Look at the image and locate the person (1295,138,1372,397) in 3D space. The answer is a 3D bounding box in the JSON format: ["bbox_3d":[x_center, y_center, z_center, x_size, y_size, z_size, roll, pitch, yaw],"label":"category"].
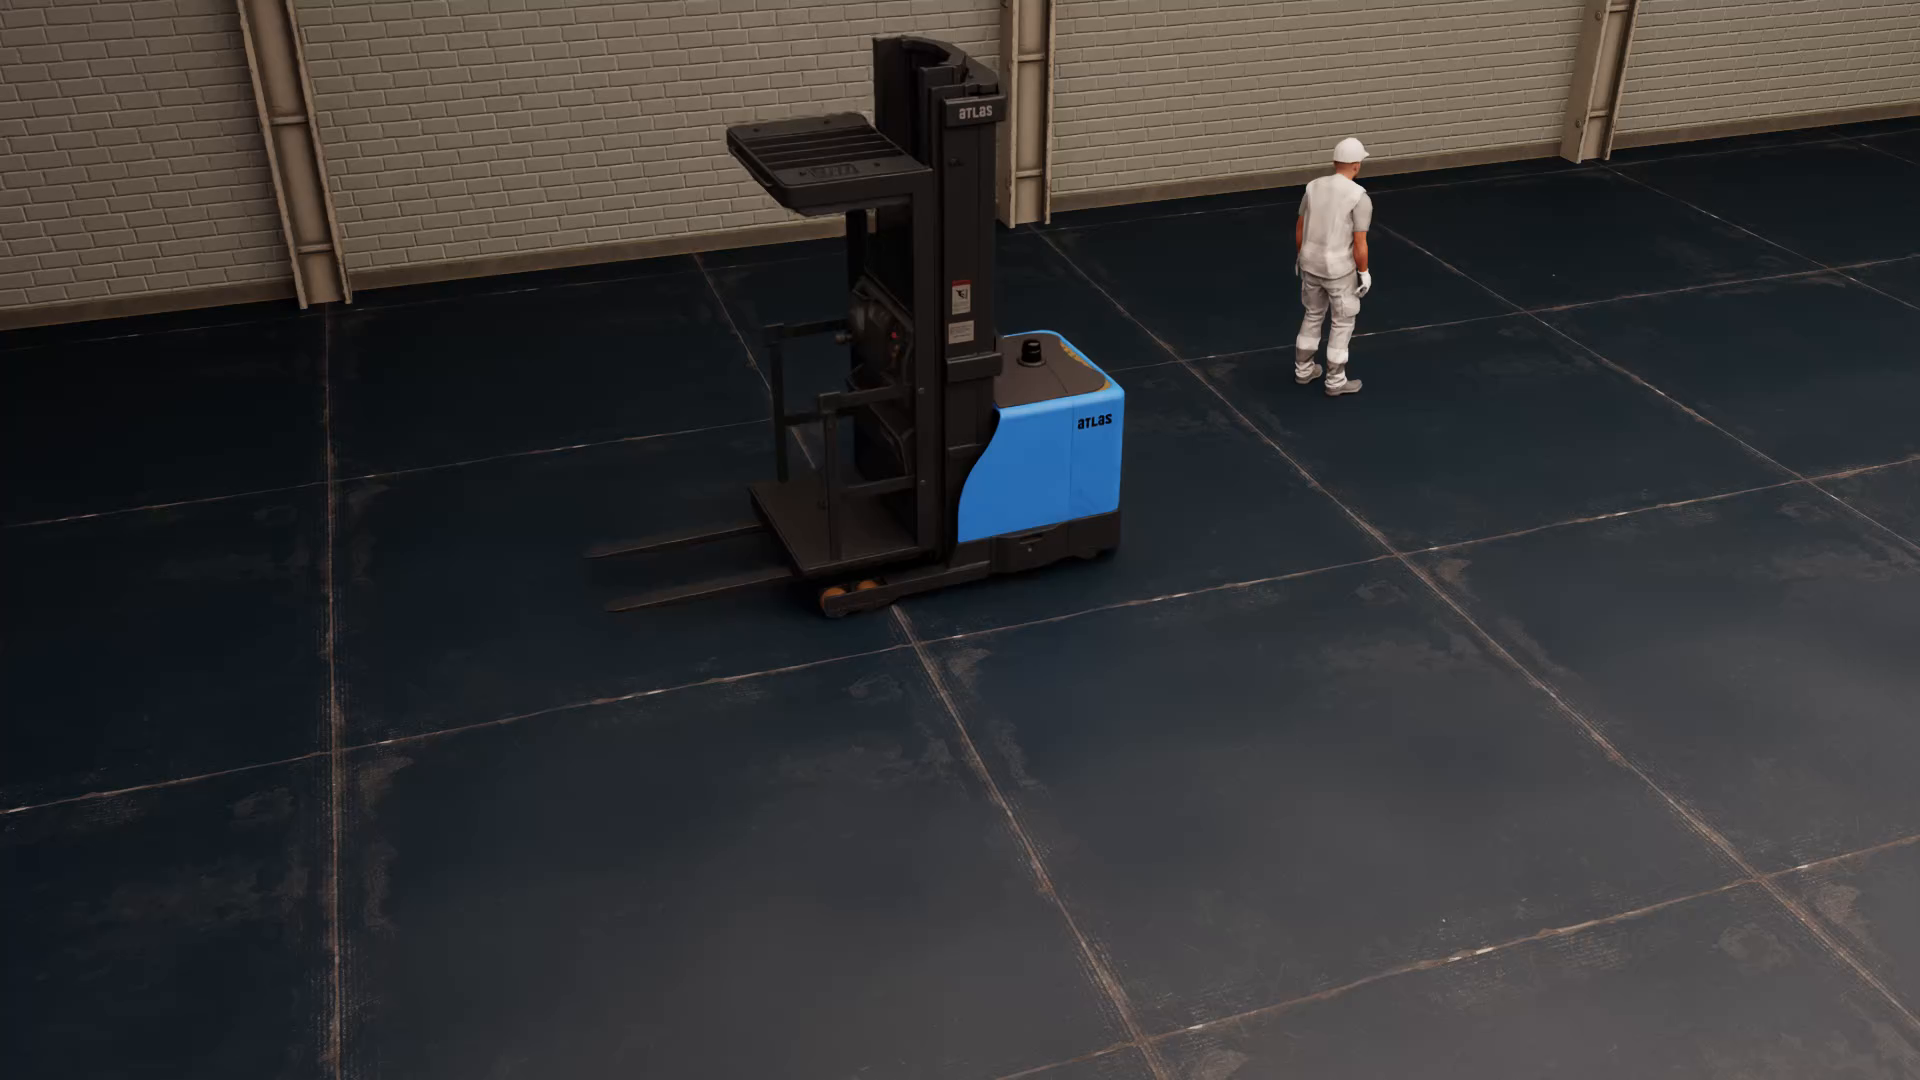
[{"bbox_3d":[2.589,-1.891,11.534,0.455,1.777,0.607,-24,38,-35],"label":"person"}]

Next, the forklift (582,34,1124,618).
[{"bbox_3d":[-0.624,-1.134,9.058,3.031,2.935,1.130,-12,32,-19],"label":"forklift"}]
